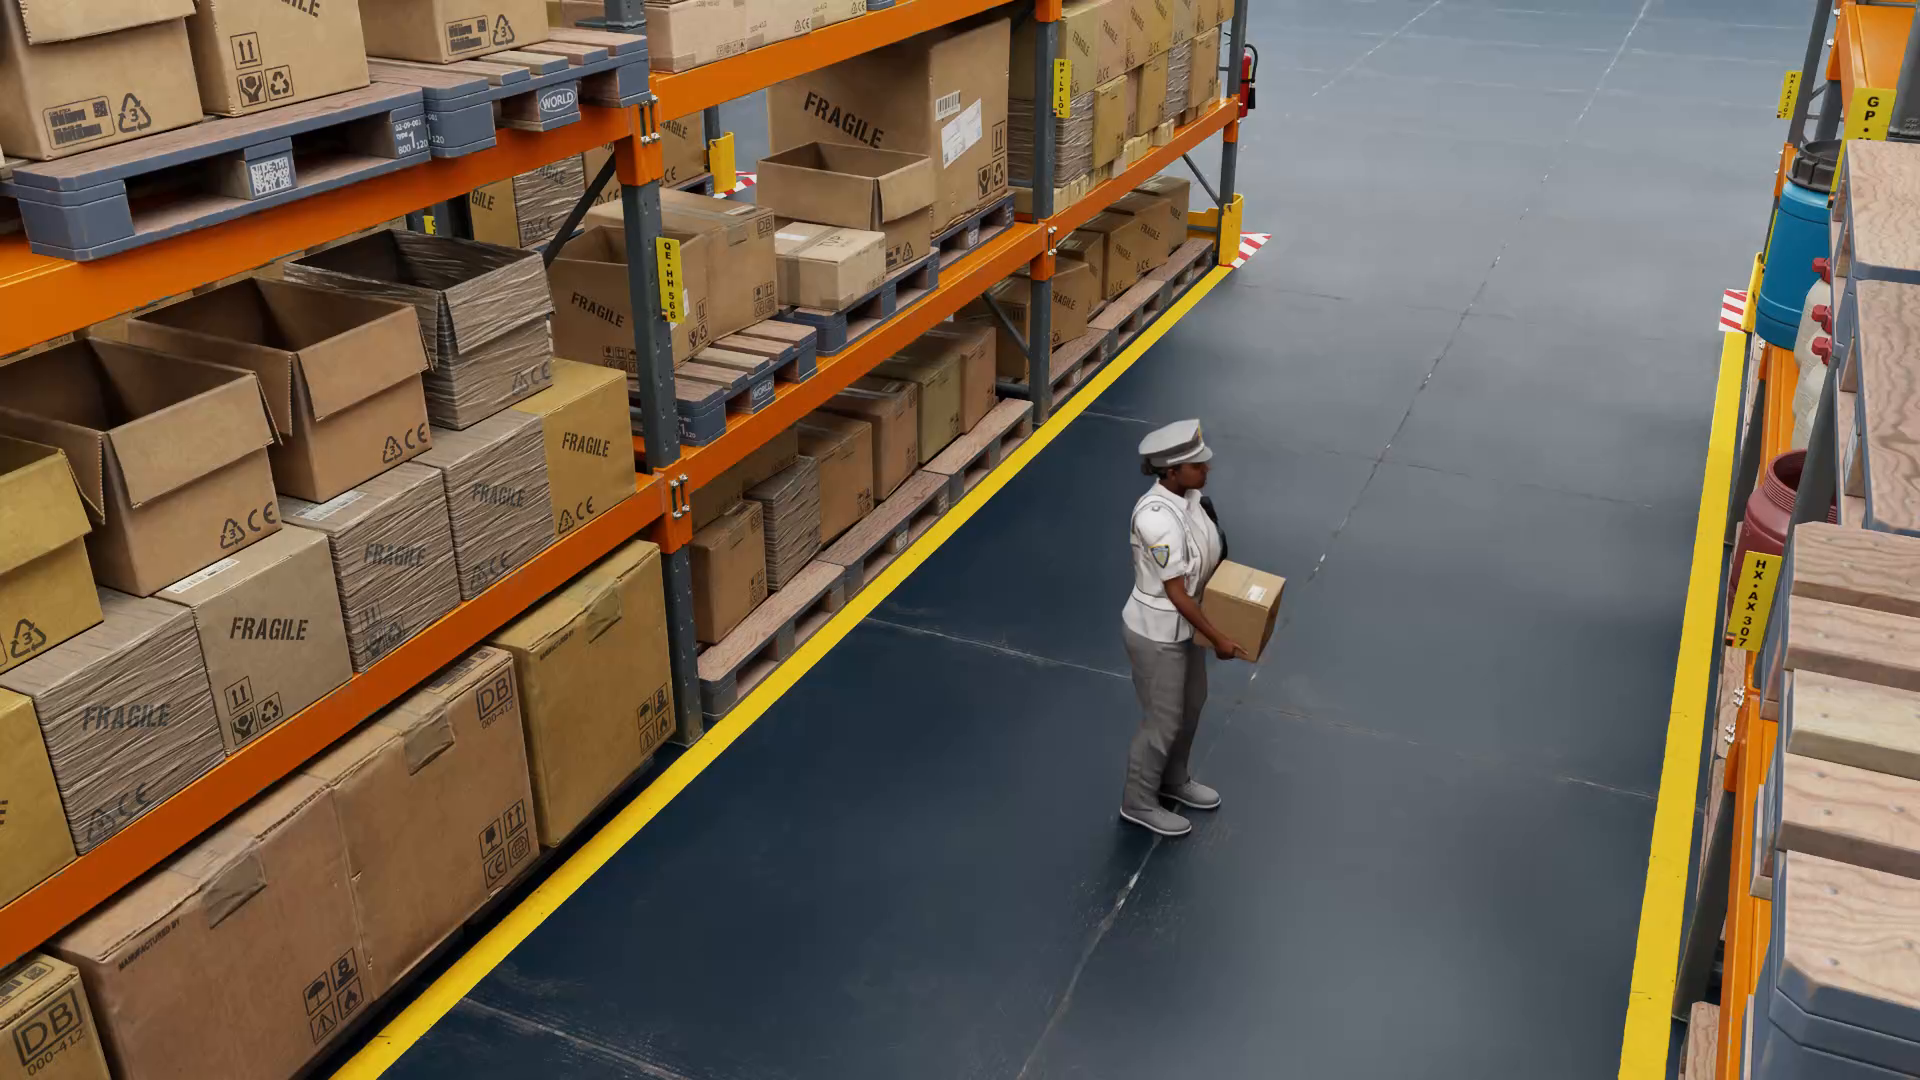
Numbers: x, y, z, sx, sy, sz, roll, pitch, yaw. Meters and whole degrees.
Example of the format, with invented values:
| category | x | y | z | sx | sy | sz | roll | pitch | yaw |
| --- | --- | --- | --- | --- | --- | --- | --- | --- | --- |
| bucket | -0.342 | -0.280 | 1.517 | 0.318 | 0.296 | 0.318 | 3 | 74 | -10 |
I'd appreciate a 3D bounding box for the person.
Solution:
| category | x | y | z | sx | sy | sz | roll | pitch | yaw |
| --- | --- | --- | --- | --- | --- | --- | --- | --- | --- |
| person | 0.888 | 0.347 | 6.388 | 0.519 | 1.692 | 0.435 | 11 | 28 | 21 |
